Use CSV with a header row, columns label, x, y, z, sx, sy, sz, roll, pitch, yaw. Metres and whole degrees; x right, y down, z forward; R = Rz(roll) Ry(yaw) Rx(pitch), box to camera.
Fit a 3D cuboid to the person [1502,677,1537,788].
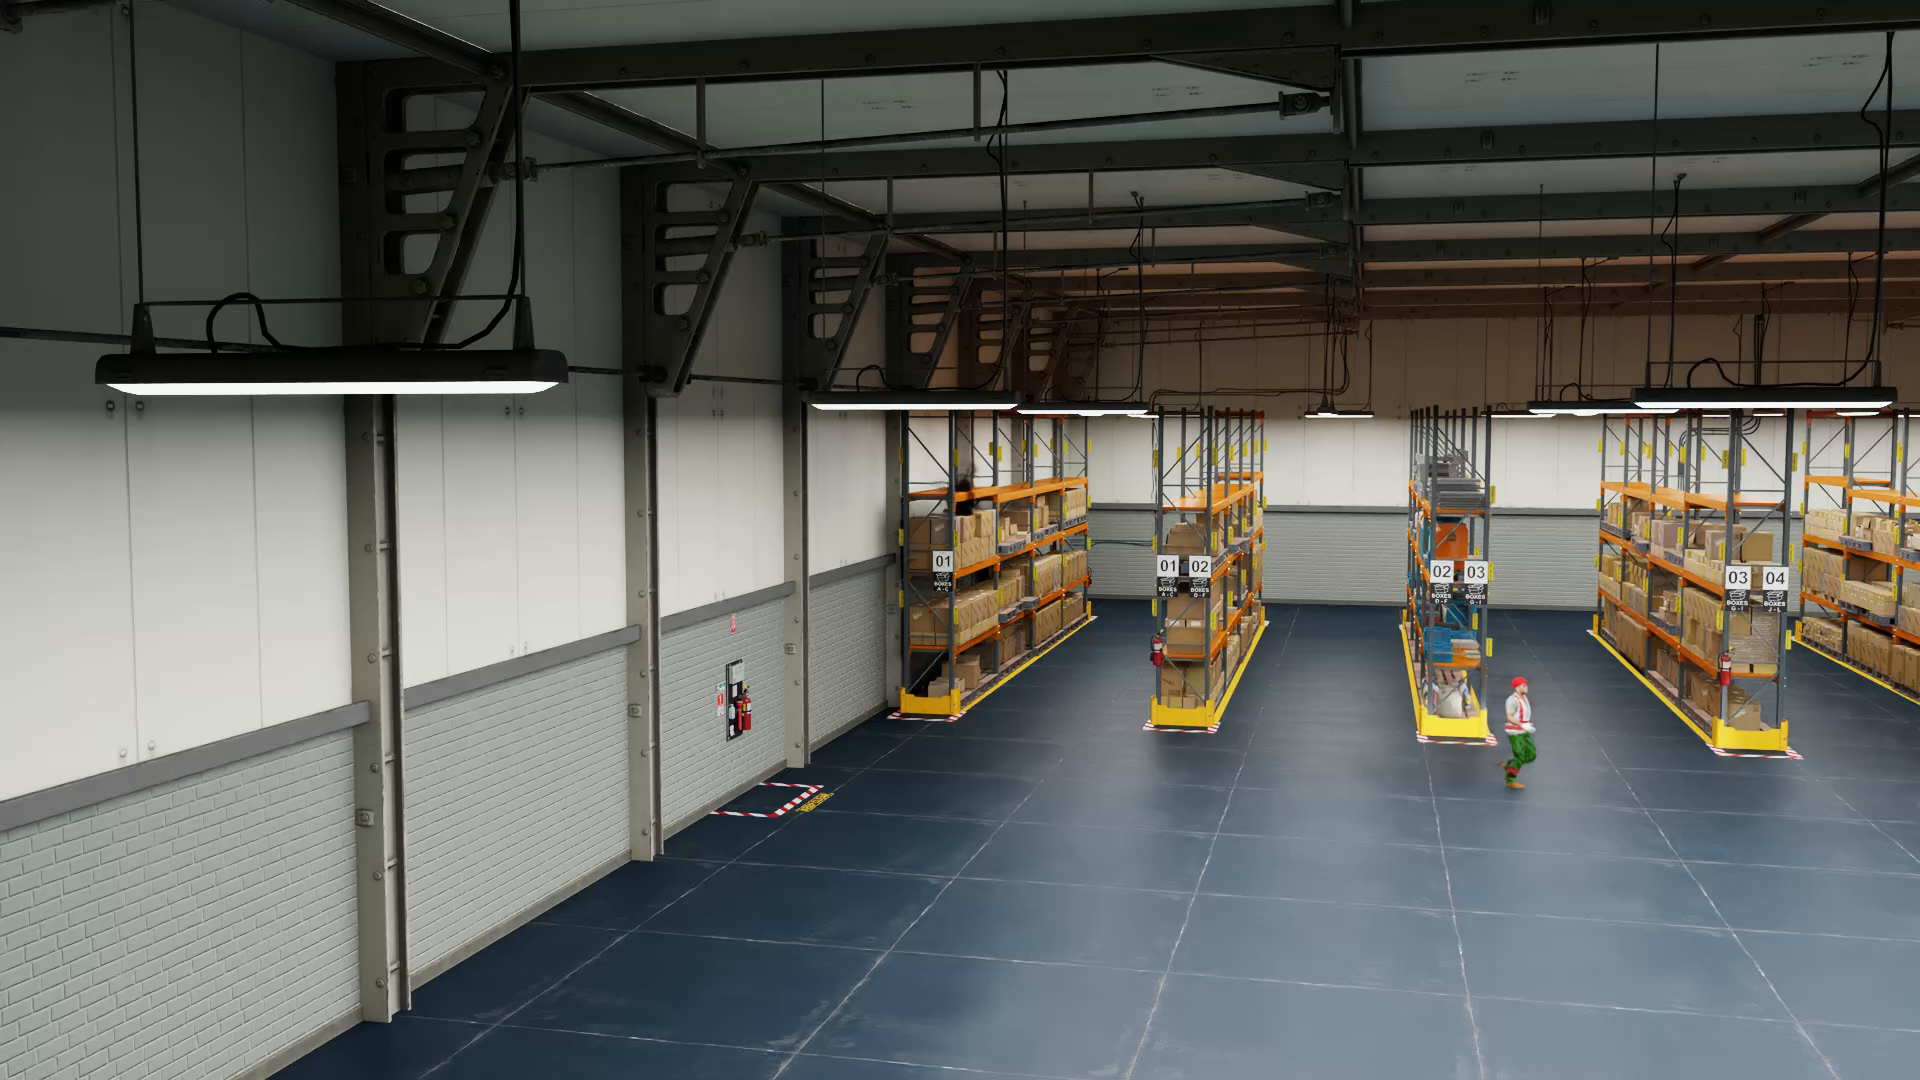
label,x,y,z,sx,sy,sz,roll,pitch,yaw
person,8.714,2.992,25.877,0.619,1.743,0.686,4,6,43
